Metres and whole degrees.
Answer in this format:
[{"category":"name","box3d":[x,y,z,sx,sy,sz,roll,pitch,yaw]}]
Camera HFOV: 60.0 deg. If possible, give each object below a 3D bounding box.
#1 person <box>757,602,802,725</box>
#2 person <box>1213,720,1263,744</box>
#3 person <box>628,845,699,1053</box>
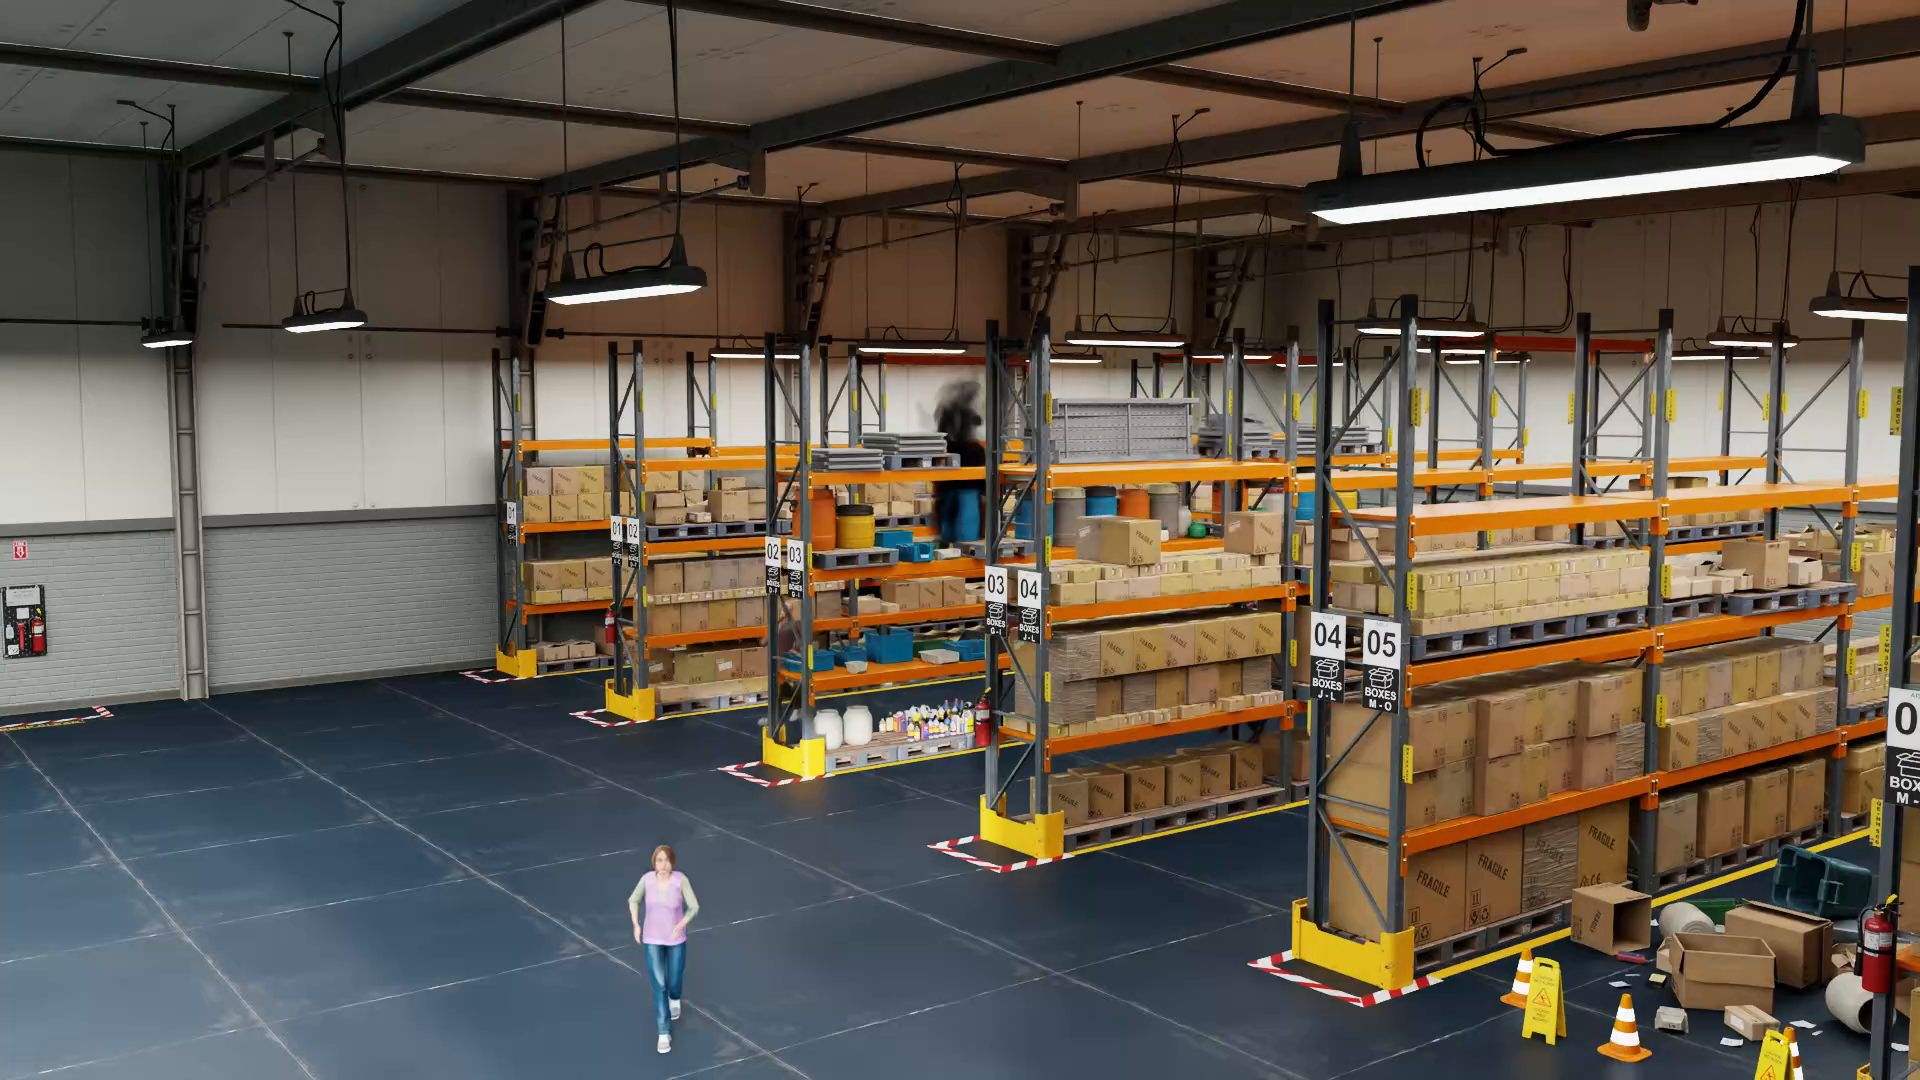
[{"category":"person","box3d":[-2.625,1.819,24.515,0.965,1.804,0.712,-4,7,-41]},{"category":"person","box3d":[4.025,2.196,24.112,0.944,1.580,0.608,-5,7,-45]},{"category":"person","box3d":[-2.369,3.216,13.307,0.558,1.564,0.750,-1,5,-9]}]
